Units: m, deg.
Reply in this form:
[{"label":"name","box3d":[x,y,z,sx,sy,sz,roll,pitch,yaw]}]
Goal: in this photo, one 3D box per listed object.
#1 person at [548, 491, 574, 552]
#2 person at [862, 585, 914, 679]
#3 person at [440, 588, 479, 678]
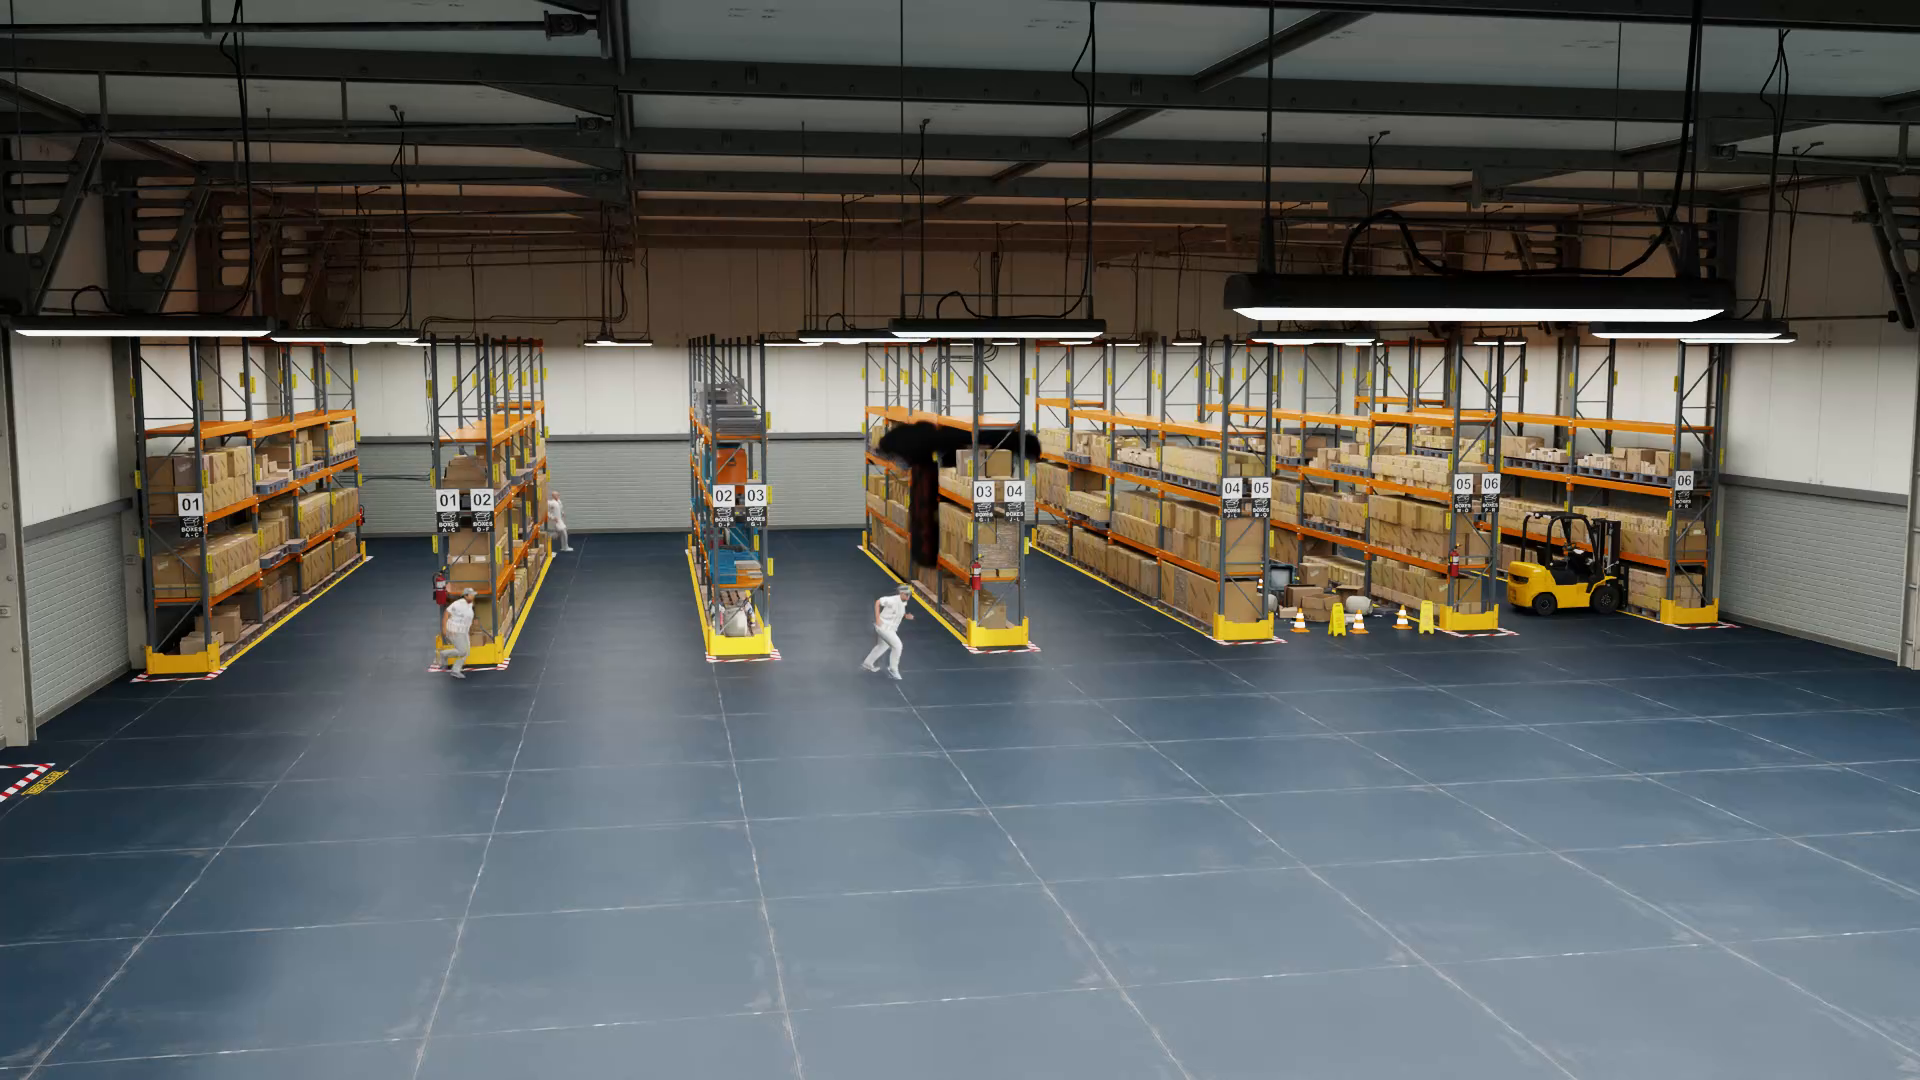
[{"label":"person","box3d":[-11.462,-0.520,47.062,0.911,1.735,0.694,1,7,6]},{"label":"person","box3d":[-1.288,1.619,29.085,1.013,1.708,0.706,3,7,27]},{"label":"person","box3d":[-8.768,1.623,29.136,0.720,1.598,0.607,1,7,13]}]
